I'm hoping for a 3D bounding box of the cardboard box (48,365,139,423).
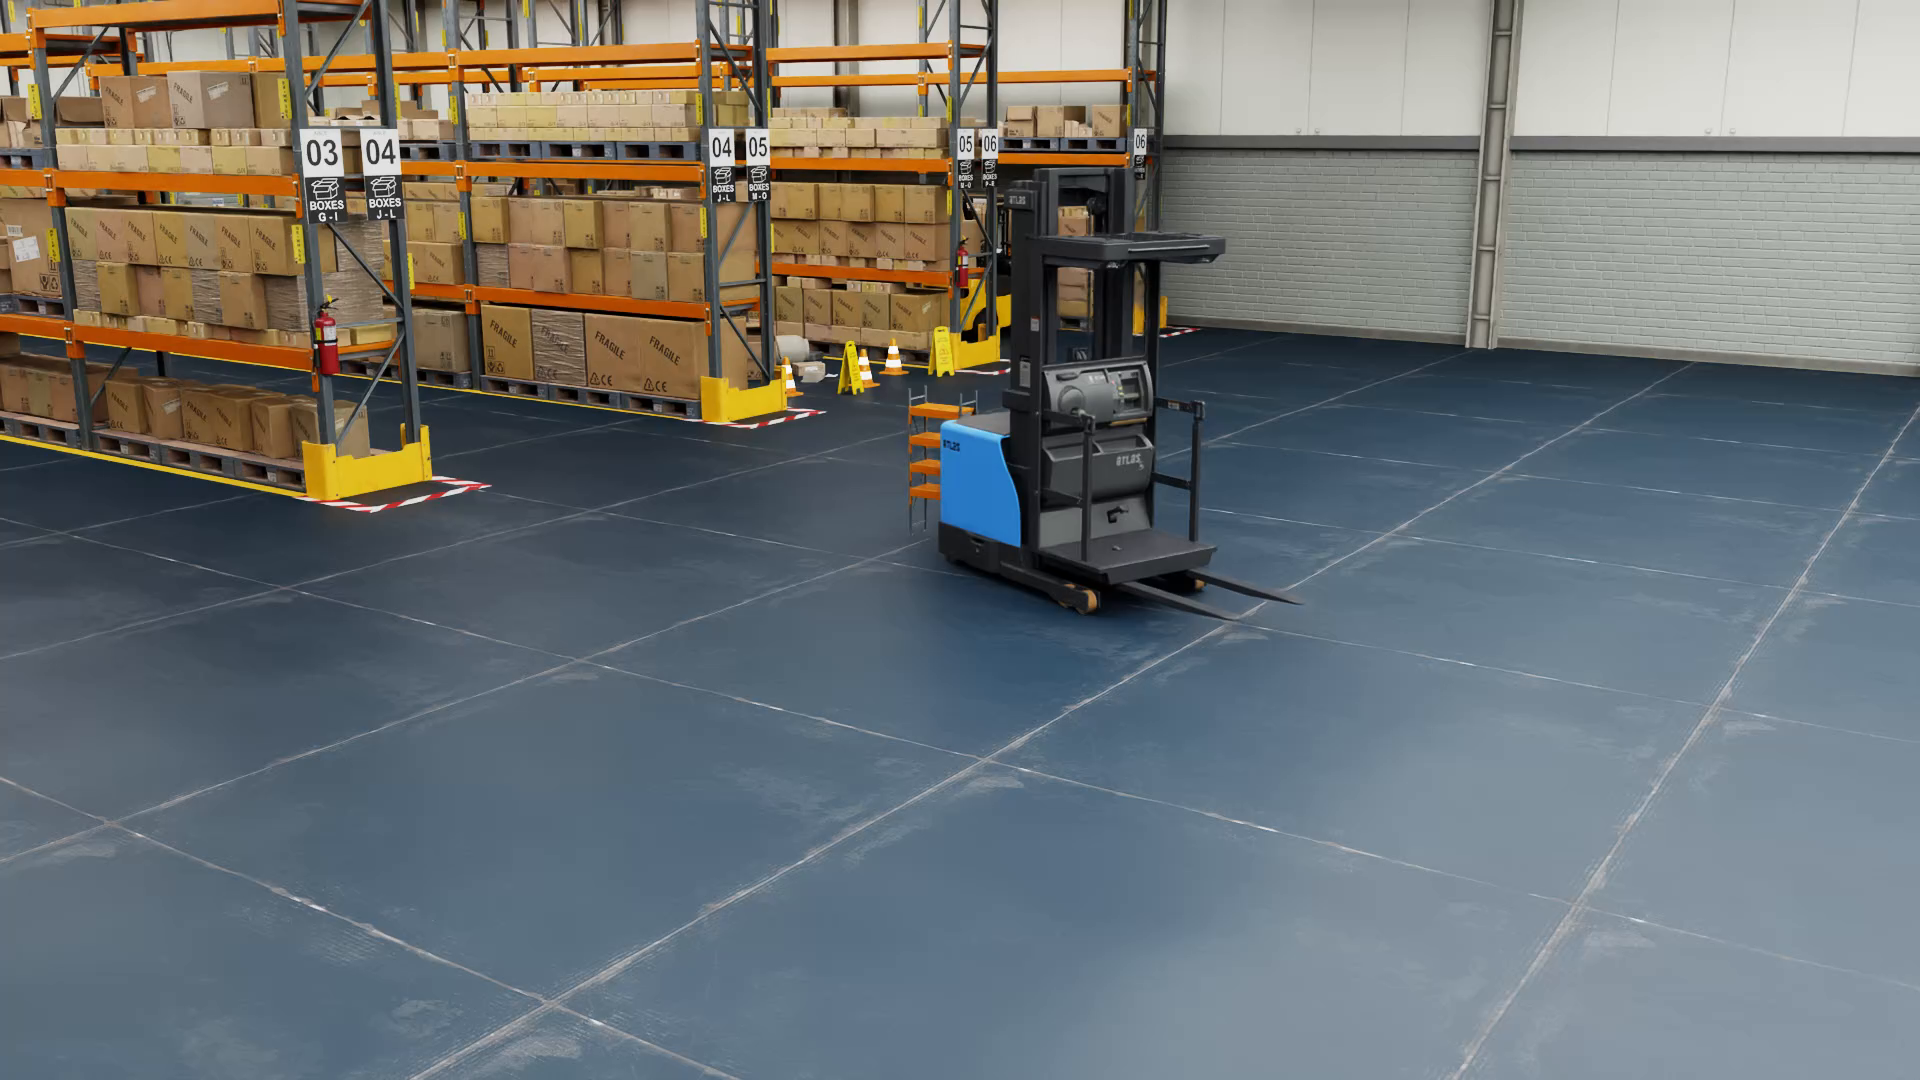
[{"bbox_3d":[-9.161,-1.551,17.634,0.500,0.500,0.700,8,16,29],"label":"cardboard box"}]

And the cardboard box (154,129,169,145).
[{"bbox_3d":[-7.230,-3.741,15.434,0.250,0.149,0.380,10,17,34],"label":"cardboard box"}]

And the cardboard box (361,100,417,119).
[{"bbox_3d":[-7.532,-5.556,21.993,0.500,0.500,0.500,9,17,33],"label":"cardboard box"}]

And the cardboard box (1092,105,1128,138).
[{"bbox_3d":[2.450,-6.662,26.460,0.500,0.500,0.500,10,17,35],"label":"cardboard box"}]

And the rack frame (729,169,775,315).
[{"bbox_3d":[-3.133,-4.440,25.018,0.127,3.000,1.000,9,17,33],"label":"rack frame"}]

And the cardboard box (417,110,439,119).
[{"bbox_3d":[-9.201,-7.046,28.219,0.500,0.500,0.500,9,16,32],"label":"cardboard box"}]

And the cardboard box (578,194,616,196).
[{"bbox_3d":[-5.919,-5.368,27.065,0.500,0.500,0.500,9,16,31],"label":"cardboard box"}]

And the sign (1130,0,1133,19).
[{"bbox_3d":[2.639,-8.192,25.580,0.005,0.325,0.100,9,17,33],"label":"sign"}]

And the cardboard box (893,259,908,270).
[{"bbox_3d":[-0.716,-3.840,23.116,0.250,0.149,0.380,9,16,32],"label":"cardboard box"}]

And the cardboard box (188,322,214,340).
[{"bbox_3d":[-6.999,-1.983,15.616,0.250,0.149,0.380,9,17,33],"label":"cardboard box"}]

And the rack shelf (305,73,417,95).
[{"bbox_3d":[-11.430,-8.150,29.850,4.000,0.370,1.077,9,17,33],"label":"rack shelf"}]

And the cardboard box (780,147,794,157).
[{"bbox_3d":[-2.372,-5.585,23.922,0.250,0.149,0.380,10,17,34],"label":"cardboard box"}]

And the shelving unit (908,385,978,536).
[{"bbox_3d":[-0.137,-0.605,13.269,0.503,1.200,0.258,9,17,33],"label":"shelving unit"}]

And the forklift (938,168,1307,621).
[{"bbox_3d":[1.099,-1.051,11.470,1.130,2.935,3.031,-10,17,-34],"label":"forklift"}]

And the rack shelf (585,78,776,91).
[{"bbox_3d":[-5.344,-8.604,31.683,4.000,0.370,1.077,9,17,33],"label":"rack shelf"}]

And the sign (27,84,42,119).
[{"bbox_3d":[-8.970,-4.252,16.117,0.005,0.325,0.100,9,17,33],"label":"sign"}]

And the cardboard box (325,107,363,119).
[{"bbox_3d":[-10.908,-7.446,29.622,0.637,0.503,0.797,11,18,37],"label":"cardboard box"}]

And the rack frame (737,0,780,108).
[{"bbox_3d":[-3.685,-8.879,30.465,0.127,3.000,1.000,9,17,33],"label":"rack frame"}]

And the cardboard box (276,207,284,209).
[{"bbox_3d":[-12.417,-5.914,30.765,0.500,0.500,0.500,9,16,32],"label":"cardboard box"}]

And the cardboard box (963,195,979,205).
[{"bbox_3d":[0.217,-5.787,28.281,0.250,0.149,0.380,9,16,32],"label":"cardboard box"}]

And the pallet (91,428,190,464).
[{"bbox_3d":[-8.087,-1.028,17.036,1.213,0.211,1.003,9,17,33],"label":"pallet"}]

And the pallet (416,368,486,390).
[{"bbox_3d":[-6.494,-2.175,21.669,1.213,0.211,1.003,9,17,33],"label":"pallet"}]

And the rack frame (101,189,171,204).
[{"bbox_3d":[-12.450,-4.513,25.311,0.127,3.000,1.000,9,17,33],"label":"rack frame"}]

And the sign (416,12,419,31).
[{"bbox_3d":[-9.478,-9.027,28.953,0.005,0.325,0.100,9,17,33],"label":"sign"}]

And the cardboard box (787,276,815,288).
[{"bbox_3d":[-2.296,-3.758,24.200,0.250,0.149,0.380,10,17,35],"label":"cardboard box"}]

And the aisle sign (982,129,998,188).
[{"bbox_3d":[0.411,-5.219,22.755,0.004,0.787,0.394,9,17,33],"label":"aisle sign"}]

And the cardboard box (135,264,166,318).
[{"bbox_3d":[-7.458,-2.464,16.206,0.500,0.500,0.875,9,17,33],"label":"cardboard box"}]

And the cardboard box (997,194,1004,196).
[{"bbox_3d":[0.723,-5.860,28.576,0.250,0.149,0.380,9,16,32],"label":"cardboard box"}]

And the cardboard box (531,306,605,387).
[{"bbox_3d":[-4.579,-2.394,20.299,0.875,0.875,0.875,9,17,33],"label":"cardboard box"}]

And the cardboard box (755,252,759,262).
[{"bbox_3d":[-2.812,-4.189,24.525,0.250,0.149,0.380,10,17,34],"label":"cardboard box"}]

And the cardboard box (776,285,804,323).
[{"bbox_3d":[-2.343,-3.471,24.391,0.500,0.500,0.500,10,17,35],"label":"cardboard box"}]

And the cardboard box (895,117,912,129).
[{"bbox_3d":[-0.674,-5.684,22.665,0.250,0.149,0.380,9,16,32],"label":"cardboard box"}]

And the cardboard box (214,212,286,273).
[{"bbox_3d":[-6.357,-2.697,15.067,0.500,0.500,0.500,9,17,33],"label":"cardboard box"}]

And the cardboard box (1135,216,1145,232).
[{"bbox_3d":[2.697,-5.065,27.332,0.500,0.500,0.500,10,17,35],"label":"cardboard box"}]

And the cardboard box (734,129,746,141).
[{"bbox_3d":[-2.598,-4.600,18.861,0.250,0.149,0.380,9,17,33],"label":"cardboard box"}]

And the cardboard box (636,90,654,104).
[{"bbox_3d":[-3.380,-4.923,18.506,0.250,0.149,0.380,10,17,34],"label":"cardboard box"}]

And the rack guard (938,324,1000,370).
[{"bbox_3d":[0.123,-2.701,23.193,0.348,0.500,1.175,9,17,33],"label":"rack guard"}]

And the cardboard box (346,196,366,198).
[{"bbox_3d":[-8.343,-4.380,22.487,0.500,0.500,0.700,9,16,32],"label":"cardboard box"}]

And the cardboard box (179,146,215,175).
[{"bbox_3d":[-6.723,-3.462,15.136,0.500,0.250,0.500,10,17,34],"label":"cardboard box"}]

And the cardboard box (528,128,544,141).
[{"bbox_3d":[-4.854,-4.774,19.563,0.250,0.149,0.380,9,16,32],"label":"cardboard box"}]

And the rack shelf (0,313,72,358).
[{"bbox_3d":[-10.323,-2.383,18.206,4.000,0.370,1.077,9,17,33],"label":"rack shelf"}]

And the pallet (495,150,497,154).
[{"bbox_3d":[-7.016,-6.417,27.154,1.003,0.211,1.213,10,17,35],"label":"pallet"}]

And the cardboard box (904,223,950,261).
[{"bbox_3d":[-0.418,-4.115,22.876,0.500,0.500,0.500,9,16,32],"label":"cardboard box"}]

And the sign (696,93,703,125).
[{"bbox_3d":[-2.807,-4.645,17.923,0.005,0.325,0.100,9,17,33],"label":"sign"}]

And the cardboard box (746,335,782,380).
[{"bbox_3d":[-2.684,-2.423,22.064,0.637,0.503,0.797,-1,14,-6],"label":"cardboard box"}]

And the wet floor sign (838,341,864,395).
[{"bbox_3d":[-1.363,-2.152,20.672,0.232,0.644,0.267,6,15,23],"label":"wet floor sign"}]

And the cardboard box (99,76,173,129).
[{"bbox_3d":[-8.148,-4.347,16.530,0.500,0.500,0.500,9,16,31],"label":"cardboard box"}]

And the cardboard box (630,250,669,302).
[{"bbox_3d":[-3.294,-3.086,19.237,0.550,0.550,0.875,9,17,33],"label":"cardboard box"}]

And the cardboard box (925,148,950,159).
[{"bbox_3d":[-0.266,-5.230,22.489,0.250,0.149,0.380,9,17,33],"label":"cardboard box"}]

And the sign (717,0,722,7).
[{"bbox_3d":[-3.438,-7.771,23.716,0.005,0.325,0.100,9,17,33],"label":"sign"}]

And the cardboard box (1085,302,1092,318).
[{"bbox_3d":[2.387,-3.763,27.132,0.500,0.250,0.500,9,17,33],"label":"cardboard box"}]

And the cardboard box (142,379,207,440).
[{"bbox_3d":[-7.874,-1.318,16.733,0.500,0.500,0.500,-11,17,-36],"label":"cardboard box"}]

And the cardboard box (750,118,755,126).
[{"bbox_3d":[-2.822,-6.025,24.041,0.250,0.149,0.380,10,17,34],"label":"cardboard box"}]

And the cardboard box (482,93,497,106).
[{"bbox_3d":[-5.487,-5.263,19.880,0.250,0.149,0.380,9,17,32],"label":"cardboard box"}]
